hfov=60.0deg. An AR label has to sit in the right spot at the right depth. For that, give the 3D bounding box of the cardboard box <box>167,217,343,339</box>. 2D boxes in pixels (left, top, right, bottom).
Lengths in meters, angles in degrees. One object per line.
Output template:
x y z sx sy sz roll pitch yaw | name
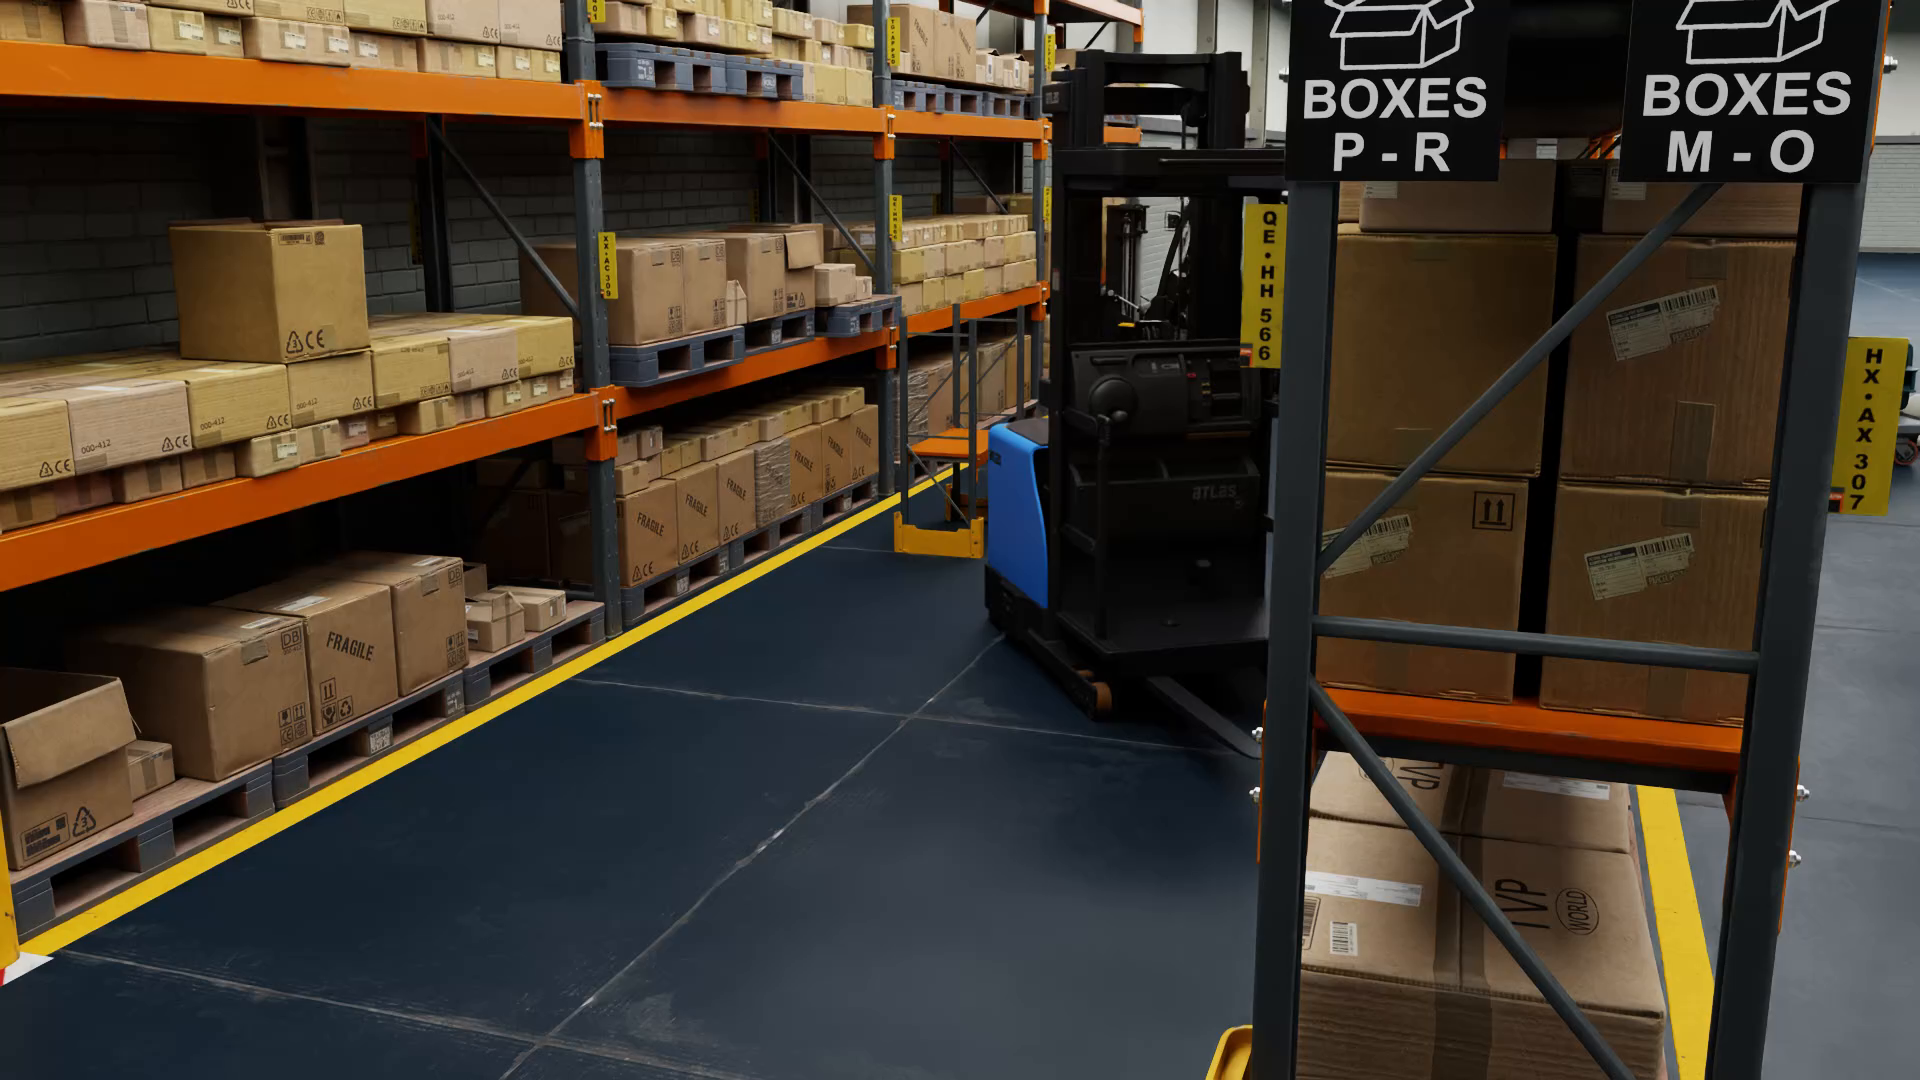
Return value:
-3.010 -1.128 7.175 0.500 0.500 0.500 4 13 17 | cardboard box

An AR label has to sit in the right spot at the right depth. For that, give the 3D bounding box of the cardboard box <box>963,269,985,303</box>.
-0.111 -2.154 14.021 0.500 0.250 0.500 5 14 20 | cardboard box

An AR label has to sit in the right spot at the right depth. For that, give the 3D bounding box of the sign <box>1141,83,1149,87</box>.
2.115 -5.325 19.027 0.100 0.325 0.005 4 14 18 | sign

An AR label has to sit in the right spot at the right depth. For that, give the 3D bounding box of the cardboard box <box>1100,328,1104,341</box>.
1.259 -2.175 17.888 0.500 0.250 0.500 4 14 18 | cardboard box

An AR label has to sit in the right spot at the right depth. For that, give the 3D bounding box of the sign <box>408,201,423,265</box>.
-2.803 -1.589 8.607 0.100 0.325 0.005 4 14 18 | sign

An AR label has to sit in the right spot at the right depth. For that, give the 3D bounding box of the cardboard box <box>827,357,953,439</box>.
-0.564 -1.143 13.648 0.875 0.625 0.625 5 14 20 | cardboard box

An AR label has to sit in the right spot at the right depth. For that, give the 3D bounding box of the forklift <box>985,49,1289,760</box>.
1.028 -0.724 7.573 1.130 2.935 3.031 -4 13 -15 | forklift

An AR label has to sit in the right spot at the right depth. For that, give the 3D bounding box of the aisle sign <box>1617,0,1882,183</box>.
1.378 -1.018 2.865 0.394 0.787 0.004 4 14 18 | aisle sign

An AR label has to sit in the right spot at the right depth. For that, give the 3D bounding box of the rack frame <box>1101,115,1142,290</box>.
1.606 -3.512 19.634 1.000 3.000 0.127 4 14 18 | rack frame

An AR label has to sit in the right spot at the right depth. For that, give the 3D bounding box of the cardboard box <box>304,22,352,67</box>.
-2.584 -1.902 6.404 0.380 0.149 0.250 5 14 20 | cardboard box

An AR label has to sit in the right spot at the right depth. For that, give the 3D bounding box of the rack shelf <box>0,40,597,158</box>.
-2.924 -1.676 6.466 1.077 0.370 4.000 4 14 18 | rack shelf

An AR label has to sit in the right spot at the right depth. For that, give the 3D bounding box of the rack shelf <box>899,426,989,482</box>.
0.028 -0.574 10.940 0.538 0.185 1.000 4 14 18 | rack shelf

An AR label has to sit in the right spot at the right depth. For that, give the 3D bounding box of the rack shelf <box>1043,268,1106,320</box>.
0.959 -2.740 17.869 1.077 0.370 4.000 4 14 18 | rack shelf

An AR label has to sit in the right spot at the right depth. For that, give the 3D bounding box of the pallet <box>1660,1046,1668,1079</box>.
1.312 1.399 4.385 1.003 0.211 1.213 4 14 18 | pallet

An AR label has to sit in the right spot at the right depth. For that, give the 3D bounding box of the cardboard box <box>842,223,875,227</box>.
-0.777 -2.495 13.496 0.380 0.149 0.250 4 14 18 | cardboard box

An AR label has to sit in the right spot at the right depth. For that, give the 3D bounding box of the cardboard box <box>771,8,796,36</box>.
-1.234 -3.189 10.252 0.380 0.149 0.250 4 14 19 | cardboard box

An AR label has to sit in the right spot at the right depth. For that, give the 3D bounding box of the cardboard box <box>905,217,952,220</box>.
-0.286 -2.816 14.901 0.380 0.149 0.250 4 14 18 | cardboard box

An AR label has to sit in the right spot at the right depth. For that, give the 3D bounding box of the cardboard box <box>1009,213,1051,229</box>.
0.664 -3.083 16.072 0.380 0.149 0.250 4 13 18 | cardboard box

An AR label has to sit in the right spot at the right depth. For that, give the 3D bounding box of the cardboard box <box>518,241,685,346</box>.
-1.909 -1.325 8.882 0.700 0.500 0.500 5 14 20 | cardboard box

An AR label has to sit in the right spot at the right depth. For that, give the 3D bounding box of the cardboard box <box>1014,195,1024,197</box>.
0.447 -3.486 17.168 0.380 0.149 0.250 4 13 17 | cardboard box

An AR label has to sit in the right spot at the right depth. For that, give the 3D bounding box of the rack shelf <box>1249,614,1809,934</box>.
1.774 0.143 5.237 1.077 0.370 4.000 4 14 18 | rack shelf

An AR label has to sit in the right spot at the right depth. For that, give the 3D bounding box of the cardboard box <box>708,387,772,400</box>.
-1.558 -0.989 11.794 0.380 0.149 0.250 5 14 20 | cardboard box

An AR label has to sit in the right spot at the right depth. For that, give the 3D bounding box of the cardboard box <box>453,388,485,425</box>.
-2.376 -0.611 7.491 0.380 0.149 0.250 5 14 20 | cardboard box

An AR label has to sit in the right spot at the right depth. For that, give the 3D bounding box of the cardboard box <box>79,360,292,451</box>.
-2.845 -0.504 6.125 0.500 0.250 0.500 4 13 17 | cardboard box

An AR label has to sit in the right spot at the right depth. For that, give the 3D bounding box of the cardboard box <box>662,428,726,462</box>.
-1.628 -0.571 9.967 0.380 0.149 0.250 4 14 18 | cardboard box

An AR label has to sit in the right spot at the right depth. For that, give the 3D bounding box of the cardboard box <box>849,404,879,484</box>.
-0.916 -0.709 12.028 0.500 0.500 0.500 5 14 20 | cardboard box

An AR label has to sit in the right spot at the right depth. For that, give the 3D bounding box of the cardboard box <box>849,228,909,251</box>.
-0.601 -2.238 12.372 0.380 0.149 0.250 5 14 20 | cardboard box

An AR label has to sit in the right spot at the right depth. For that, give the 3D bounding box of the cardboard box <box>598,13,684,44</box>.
-1.698 -2.725 8.843 0.380 0.149 0.250 4 14 19 | cardboard box

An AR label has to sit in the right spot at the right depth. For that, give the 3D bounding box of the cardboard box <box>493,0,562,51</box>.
-2.196 -2.400 7.690 0.500 0.250 0.500 4 14 19 | cardboard box

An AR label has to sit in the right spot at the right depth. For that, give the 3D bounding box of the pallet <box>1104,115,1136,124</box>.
1.353 -4.784 18.666 1.003 0.211 1.213 4 14 18 | pallet

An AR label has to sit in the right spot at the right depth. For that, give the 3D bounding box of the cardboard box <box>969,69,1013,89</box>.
0.243 -4.010 14.470 0.380 0.149 0.250 4 14 18 | cardboard box

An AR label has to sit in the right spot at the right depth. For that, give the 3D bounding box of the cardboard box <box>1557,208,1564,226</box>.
2.032 -0.727 4.959 0.500 0.500 0.500 4 14 19 | cardboard box

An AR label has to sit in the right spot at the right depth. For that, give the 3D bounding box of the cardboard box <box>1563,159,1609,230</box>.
1.521 -0.754 3.622 0.380 0.149 0.250 5 14 20 | cardboard box

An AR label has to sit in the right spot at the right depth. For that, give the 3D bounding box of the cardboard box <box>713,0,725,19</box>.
-1.538 -2.981 9.294 0.380 0.149 0.250 5 14 19 | cardboard box

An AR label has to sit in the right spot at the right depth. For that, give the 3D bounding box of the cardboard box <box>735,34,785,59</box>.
-1.311 -3.050 10.311 0.380 0.149 0.250 5 14 20 | cardboard box

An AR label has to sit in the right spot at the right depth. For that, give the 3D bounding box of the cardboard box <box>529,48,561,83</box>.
-2.114 -2.228 7.834 0.380 0.149 0.250 4 14 18 | cardboard box

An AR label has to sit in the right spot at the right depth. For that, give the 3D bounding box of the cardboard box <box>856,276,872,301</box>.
-0.832 -1.744 11.508 0.380 0.149 0.250 5 14 19 | cardboard box

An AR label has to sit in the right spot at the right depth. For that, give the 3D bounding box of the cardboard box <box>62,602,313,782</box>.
-2.970 0.572 6.416 0.700 0.500 0.500 5 14 21 | cardboard box

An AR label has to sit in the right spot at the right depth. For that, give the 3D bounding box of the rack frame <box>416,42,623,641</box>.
-2.277 -0.985 8.564 1.000 3.000 0.127 4 14 18 | rack frame

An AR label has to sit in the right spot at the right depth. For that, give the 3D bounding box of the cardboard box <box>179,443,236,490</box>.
-2.894 -0.290 6.082 0.380 0.149 0.250 5 14 19 | cardboard box

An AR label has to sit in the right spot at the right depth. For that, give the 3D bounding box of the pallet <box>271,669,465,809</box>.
-2.893 0.776 7.112 1.003 0.211 1.213 4 14 18 | pallet

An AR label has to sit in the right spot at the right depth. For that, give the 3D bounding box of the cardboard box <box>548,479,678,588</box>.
-1.907 -0.057 9.171 0.500 0.500 0.500 5 14 21 | cardboard box

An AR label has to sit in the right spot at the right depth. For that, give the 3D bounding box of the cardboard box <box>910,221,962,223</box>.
-0.200 -2.573 13.836 0.380 0.149 0.250 4 14 18 | cardboard box

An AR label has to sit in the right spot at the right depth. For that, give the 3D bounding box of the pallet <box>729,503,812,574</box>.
-1.656 -0.058 10.766 1.003 0.211 1.213 4 14 18 | pallet

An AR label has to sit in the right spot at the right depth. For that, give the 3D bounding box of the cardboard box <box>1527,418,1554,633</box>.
1.691 -0.024 4.129 0.500 0.500 0.500 4 13 18 | cardboard box

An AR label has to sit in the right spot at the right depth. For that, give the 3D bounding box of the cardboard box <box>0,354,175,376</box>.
-3.341 -0.543 6.297 0.500 0.250 0.500 5 14 20 | cardboard box

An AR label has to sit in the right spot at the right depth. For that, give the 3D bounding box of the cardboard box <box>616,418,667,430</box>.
-2.052 -0.662 10.361 0.380 0.149 0.250 5 14 19 | cardboard box

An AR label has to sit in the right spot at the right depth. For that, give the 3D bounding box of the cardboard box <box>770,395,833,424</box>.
-1.089 -0.896 11.387 0.380 0.149 0.250 4 13 17 | cardboard box

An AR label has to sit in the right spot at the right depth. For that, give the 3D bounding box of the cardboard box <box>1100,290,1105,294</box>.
1.752 -2.744 19.259 0.500 0.250 0.500 5 14 20 | cardboard box

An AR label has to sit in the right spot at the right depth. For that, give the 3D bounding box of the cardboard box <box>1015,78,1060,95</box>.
0.744 -4.336 15.899 0.380 0.149 0.250 5 14 20 | cardboard box

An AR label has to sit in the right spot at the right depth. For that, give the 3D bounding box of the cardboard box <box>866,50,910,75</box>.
-0.582 -3.481 12.114 0.380 0.166 0.250 4 14 18 | cardboard box

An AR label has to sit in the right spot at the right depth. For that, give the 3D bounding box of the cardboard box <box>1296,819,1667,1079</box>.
1.246 1.112 4.191 0.875 0.438 0.875 4 13 16 | cardboard box

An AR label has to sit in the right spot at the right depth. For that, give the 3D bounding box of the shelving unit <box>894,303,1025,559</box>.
0.025 -0.747 10.891 0.587 1.500 1.083 4 14 18 | shelving unit

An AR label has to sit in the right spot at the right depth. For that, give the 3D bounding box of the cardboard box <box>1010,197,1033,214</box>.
0.696 -3.226 16.028 0.380 0.149 0.250 5 14 20 | cardboard box

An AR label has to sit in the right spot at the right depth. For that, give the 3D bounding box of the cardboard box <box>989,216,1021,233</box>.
0.345 -2.891 15.232 0.380 0.149 0.250 4 13 18 | cardboard box

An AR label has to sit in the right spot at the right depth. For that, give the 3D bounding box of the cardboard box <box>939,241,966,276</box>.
-0.258 -2.288 13.486 0.500 0.250 0.500 4 13 17 | cardboard box

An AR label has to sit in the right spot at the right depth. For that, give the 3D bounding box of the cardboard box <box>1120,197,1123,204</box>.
1.639 -3.877 18.883 0.380 0.149 0.250 4 14 18 | cardboard box

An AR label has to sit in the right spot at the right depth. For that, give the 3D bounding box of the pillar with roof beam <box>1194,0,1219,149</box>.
8.484 -8.572 28.320 9.100 9.000 0.400 4 14 18 | pillar with roof beam
